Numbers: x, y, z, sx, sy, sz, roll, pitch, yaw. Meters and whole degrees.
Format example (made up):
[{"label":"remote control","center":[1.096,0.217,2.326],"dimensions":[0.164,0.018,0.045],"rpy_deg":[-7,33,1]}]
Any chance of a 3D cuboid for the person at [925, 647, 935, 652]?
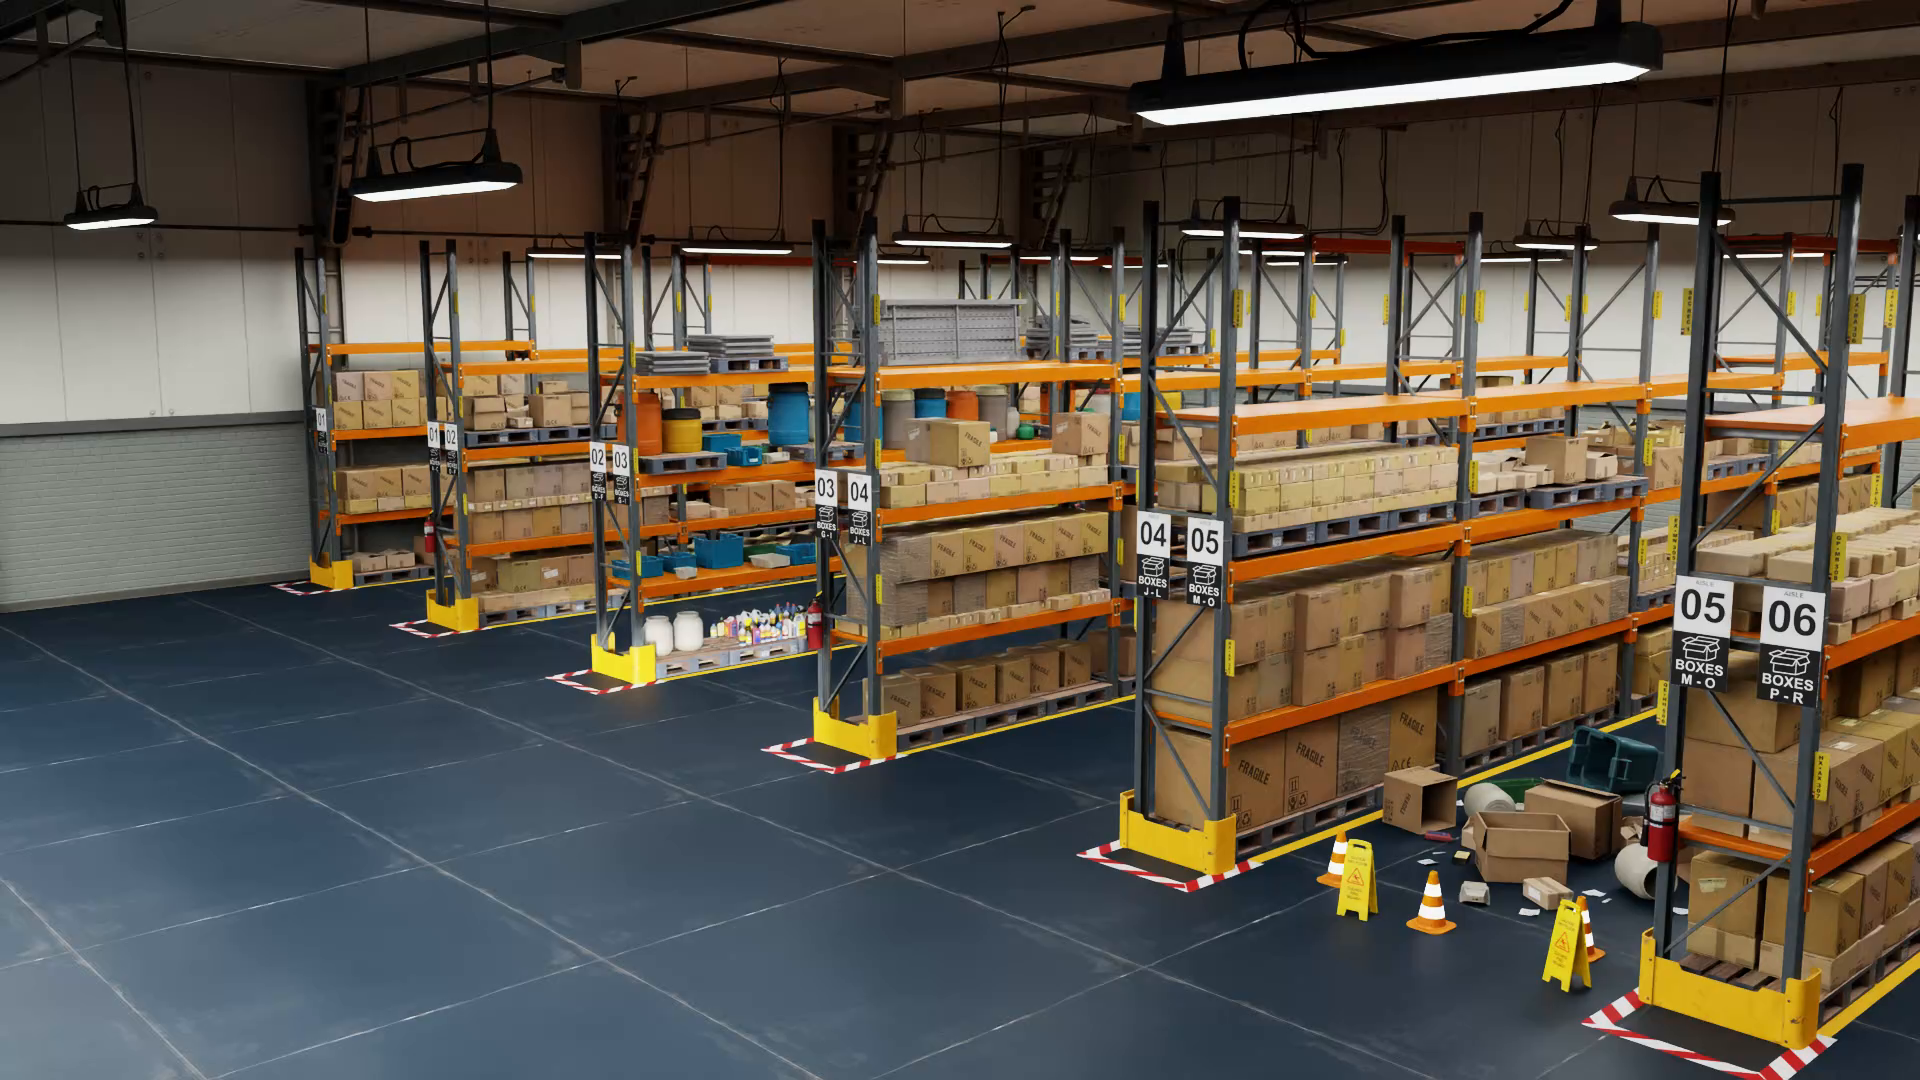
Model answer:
[{"label":"person","center":[-0.387,0.769,23.366],"dimensions":[0.569,1.667,0.718],"rpy_deg":[-4,9,-23]}]
